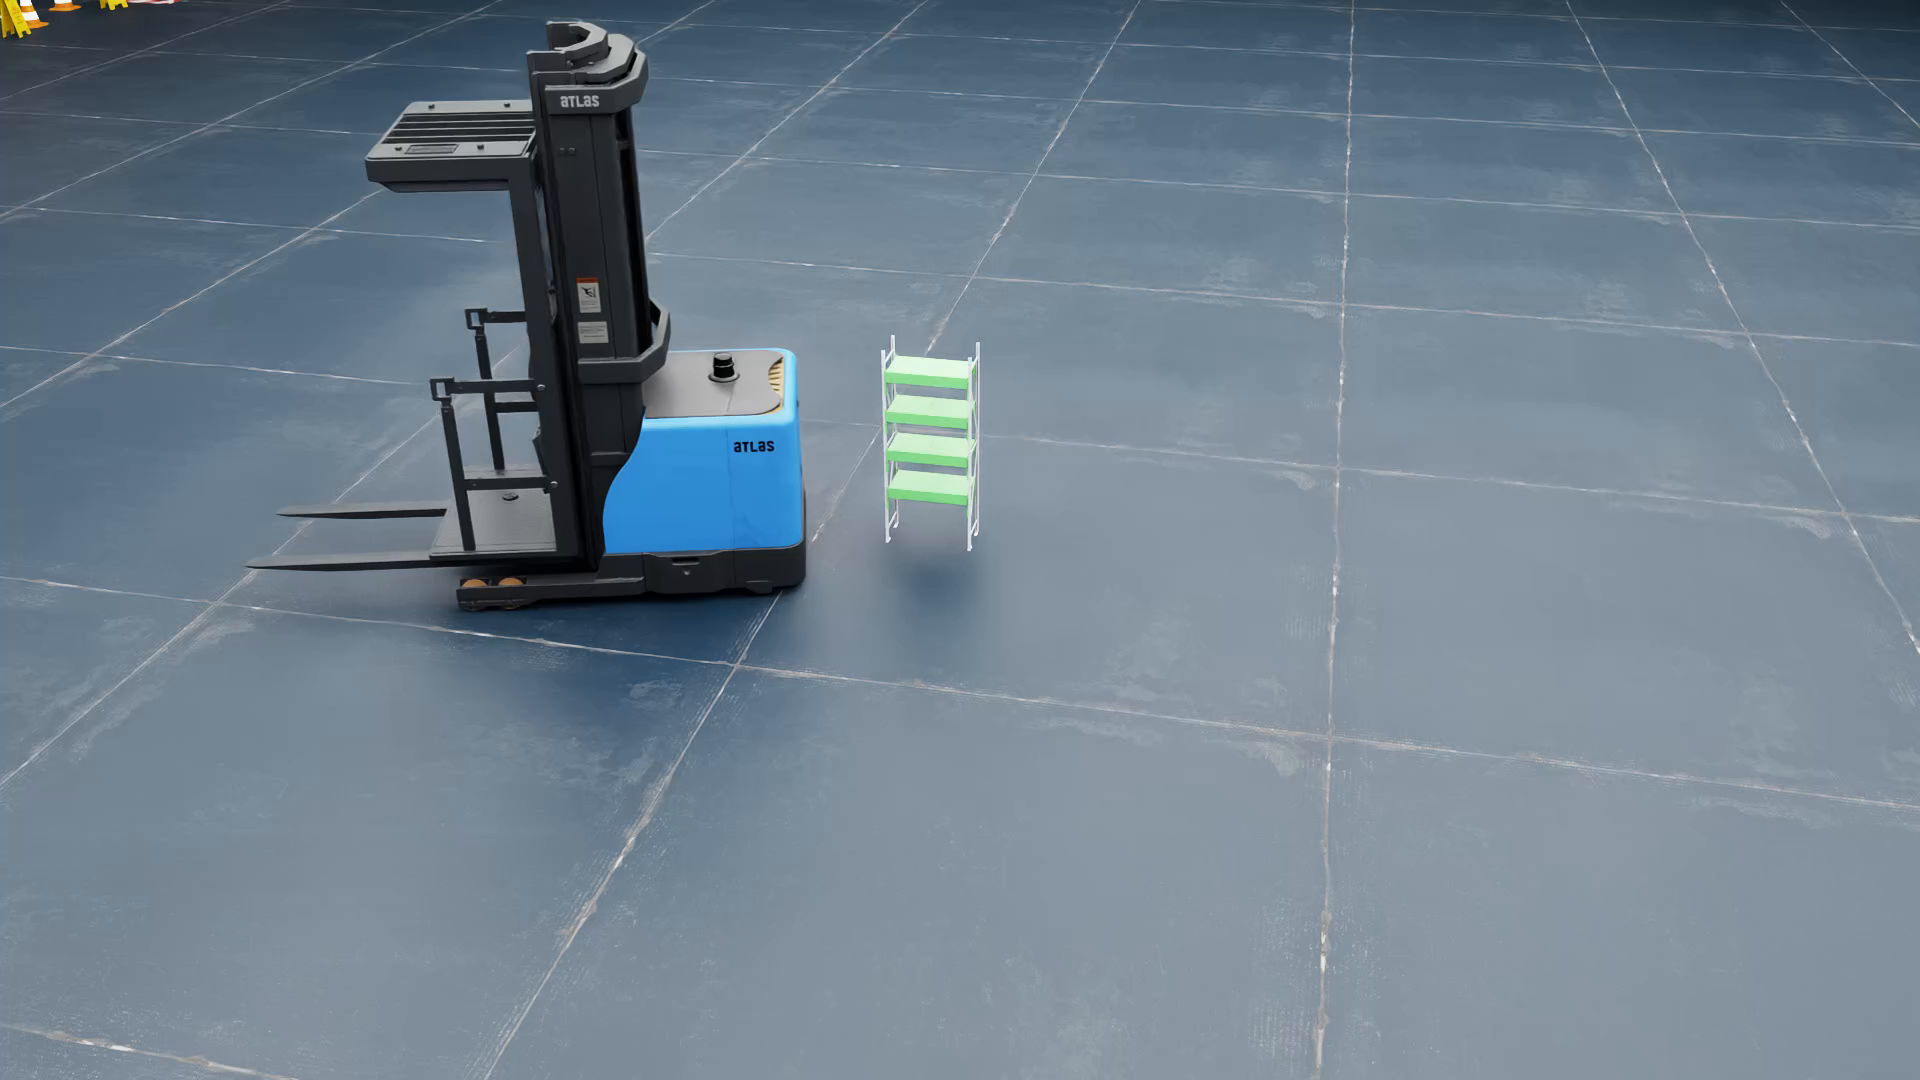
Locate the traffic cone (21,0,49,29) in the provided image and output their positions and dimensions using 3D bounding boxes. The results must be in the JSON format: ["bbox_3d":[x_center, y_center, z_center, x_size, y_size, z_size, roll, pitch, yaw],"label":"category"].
[{"bbox_3d":[-12.498,-7.128,22.289,0.334,0.463,0.336,6,29,11],"label":"traffic cone"}]

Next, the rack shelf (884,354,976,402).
[{"bbox_3d":[-0.162,-0.908,9.292,0.480,0.148,0.258,6,29,11],"label":"rack shelf"}]

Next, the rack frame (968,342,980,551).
[{"bbox_3d":[0.077,-0.518,9.448,0.015,1.200,0.240,6,29,11],"label":"rack frame"}]

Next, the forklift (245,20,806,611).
[{"bbox_3d":[-2.401,-1.166,8.828,3.031,2.935,1.130,-2,29,-4],"label":"forklift"}]

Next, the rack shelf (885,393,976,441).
[{"bbox_3d":[-0.162,-0.697,9.408,0.480,0.148,0.258,6,29,11],"label":"rack shelf"}]

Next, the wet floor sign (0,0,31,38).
[{"bbox_3d":[-12.402,-6.919,21.716,0.232,0.644,0.267,1,29,2],"label":"wet floor sign"}]

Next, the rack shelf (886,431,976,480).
[{"bbox_3d":[-0.162,-0.487,9.523,0.480,0.148,0.258,6,29,11],"label":"rack shelf"}]

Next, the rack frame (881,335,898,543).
[{"bbox_3d":[-0.401,-0.567,9.537,0.015,1.200,0.240,6,29,11],"label":"rack frame"}]

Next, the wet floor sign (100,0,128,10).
[{"bbox_3d":[-11.946,-7.805,23.335,0.232,0.644,0.267,17,33,28],"label":"wet floor sign"}]

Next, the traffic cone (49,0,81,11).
[{"bbox_3d":[-12.599,-7.684,23.303,0.334,0.463,0.336,6,29,11],"label":"traffic cone"}]

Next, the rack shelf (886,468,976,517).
[{"bbox_3d":[-0.162,-0.276,9.638,0.480,0.148,0.258,6,29,11],"label":"rack shelf"}]

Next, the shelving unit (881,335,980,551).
[{"bbox_3d":[-0.162,-0.543,9.492,0.503,1.200,0.258,6,29,11],"label":"shelving unit"}]
